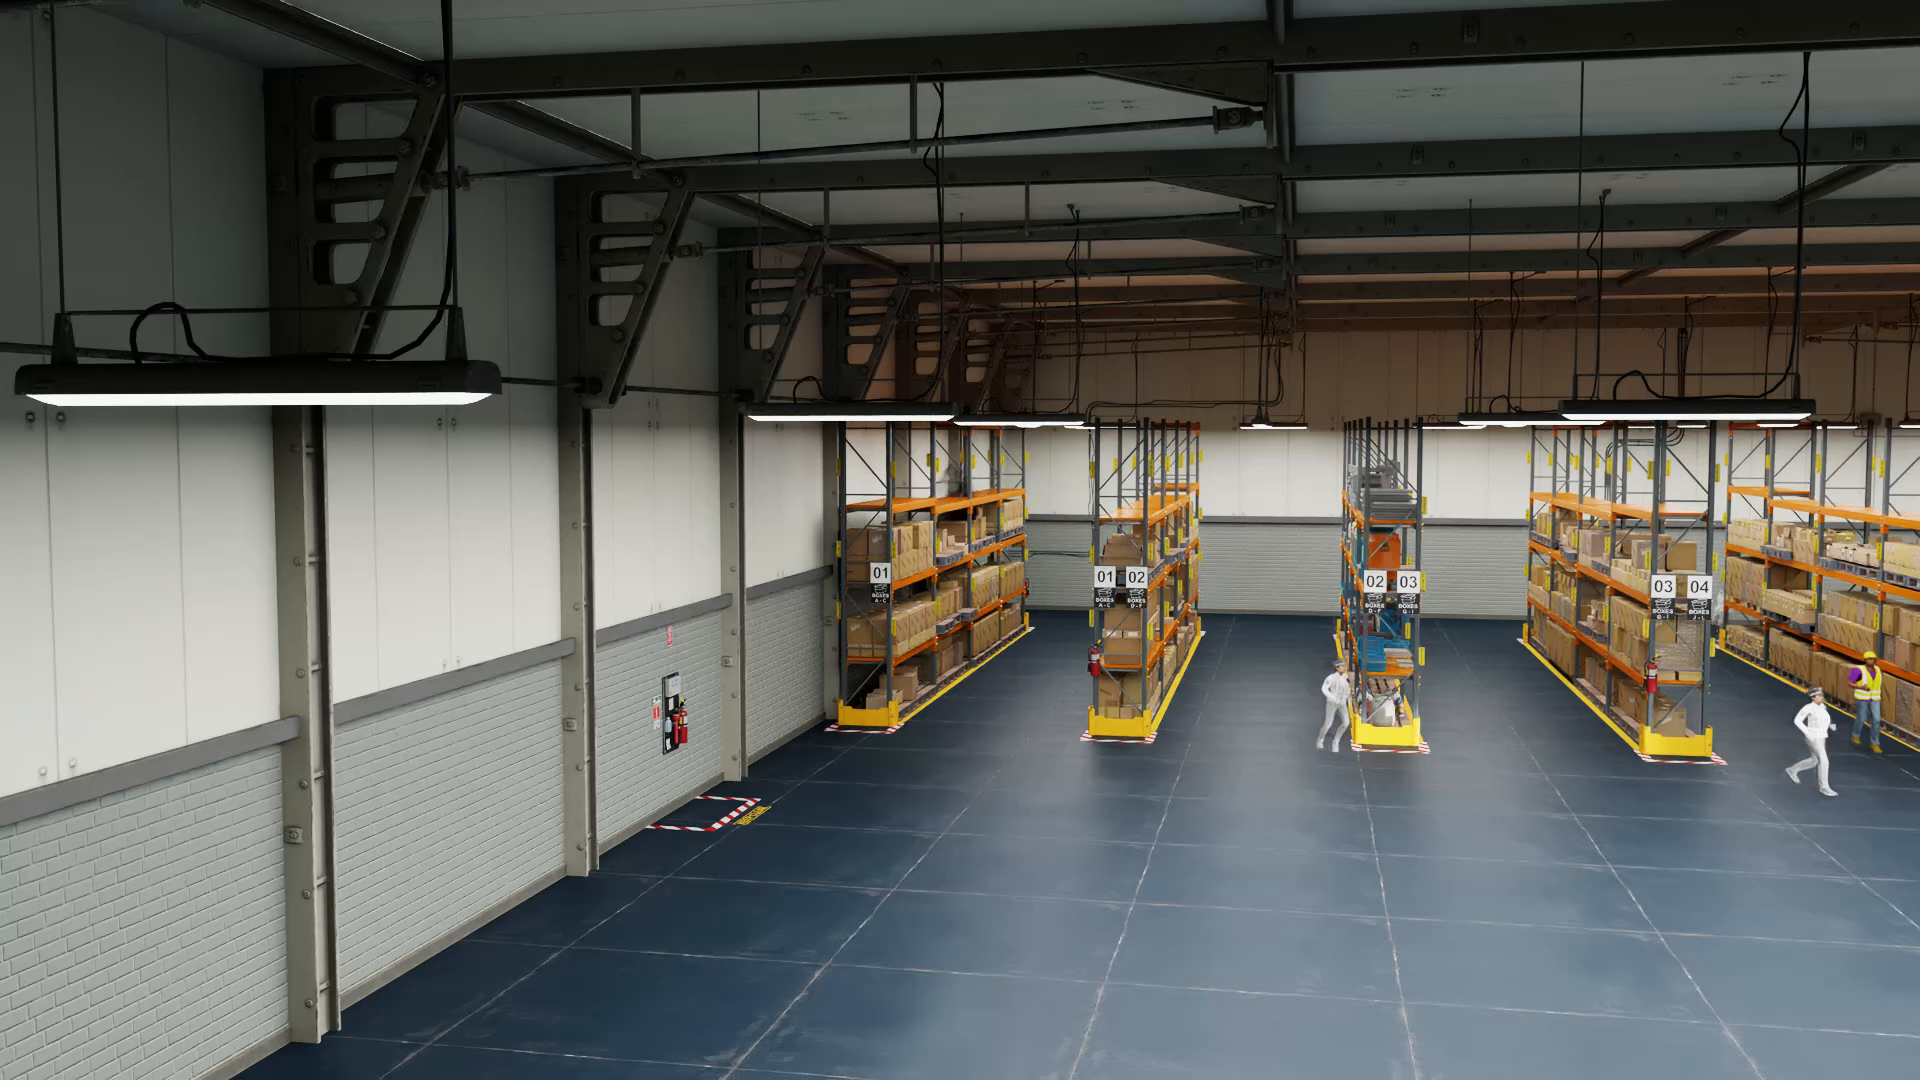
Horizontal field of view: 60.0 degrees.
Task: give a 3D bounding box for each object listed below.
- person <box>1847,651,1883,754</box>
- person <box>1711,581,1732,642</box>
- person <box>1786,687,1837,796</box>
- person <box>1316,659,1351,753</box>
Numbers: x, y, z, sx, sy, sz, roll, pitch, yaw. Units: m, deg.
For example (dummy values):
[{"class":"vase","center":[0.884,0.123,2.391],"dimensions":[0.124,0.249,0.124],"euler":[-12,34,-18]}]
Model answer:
[{"class":"person","center":[16.327,2.894,29.965],"dimensions":[0.681,1.807,0.851],"euler":[0,4,7]},{"class":"person","center":[20.648,1.932,45.012],"dimensions":[0.564,1.718,0.689],"euler":[-1,4,-8]},{"class":"person","center":[13.592,3.167,26.472],"dimensions":[0.607,1.705,0.817],"euler":[-2,4,-34]},{"class":"person","center":[6.781,2.966,29.840],"dimensions":[0.675,1.690,0.641],"euler":[-1,4,-17]}]
